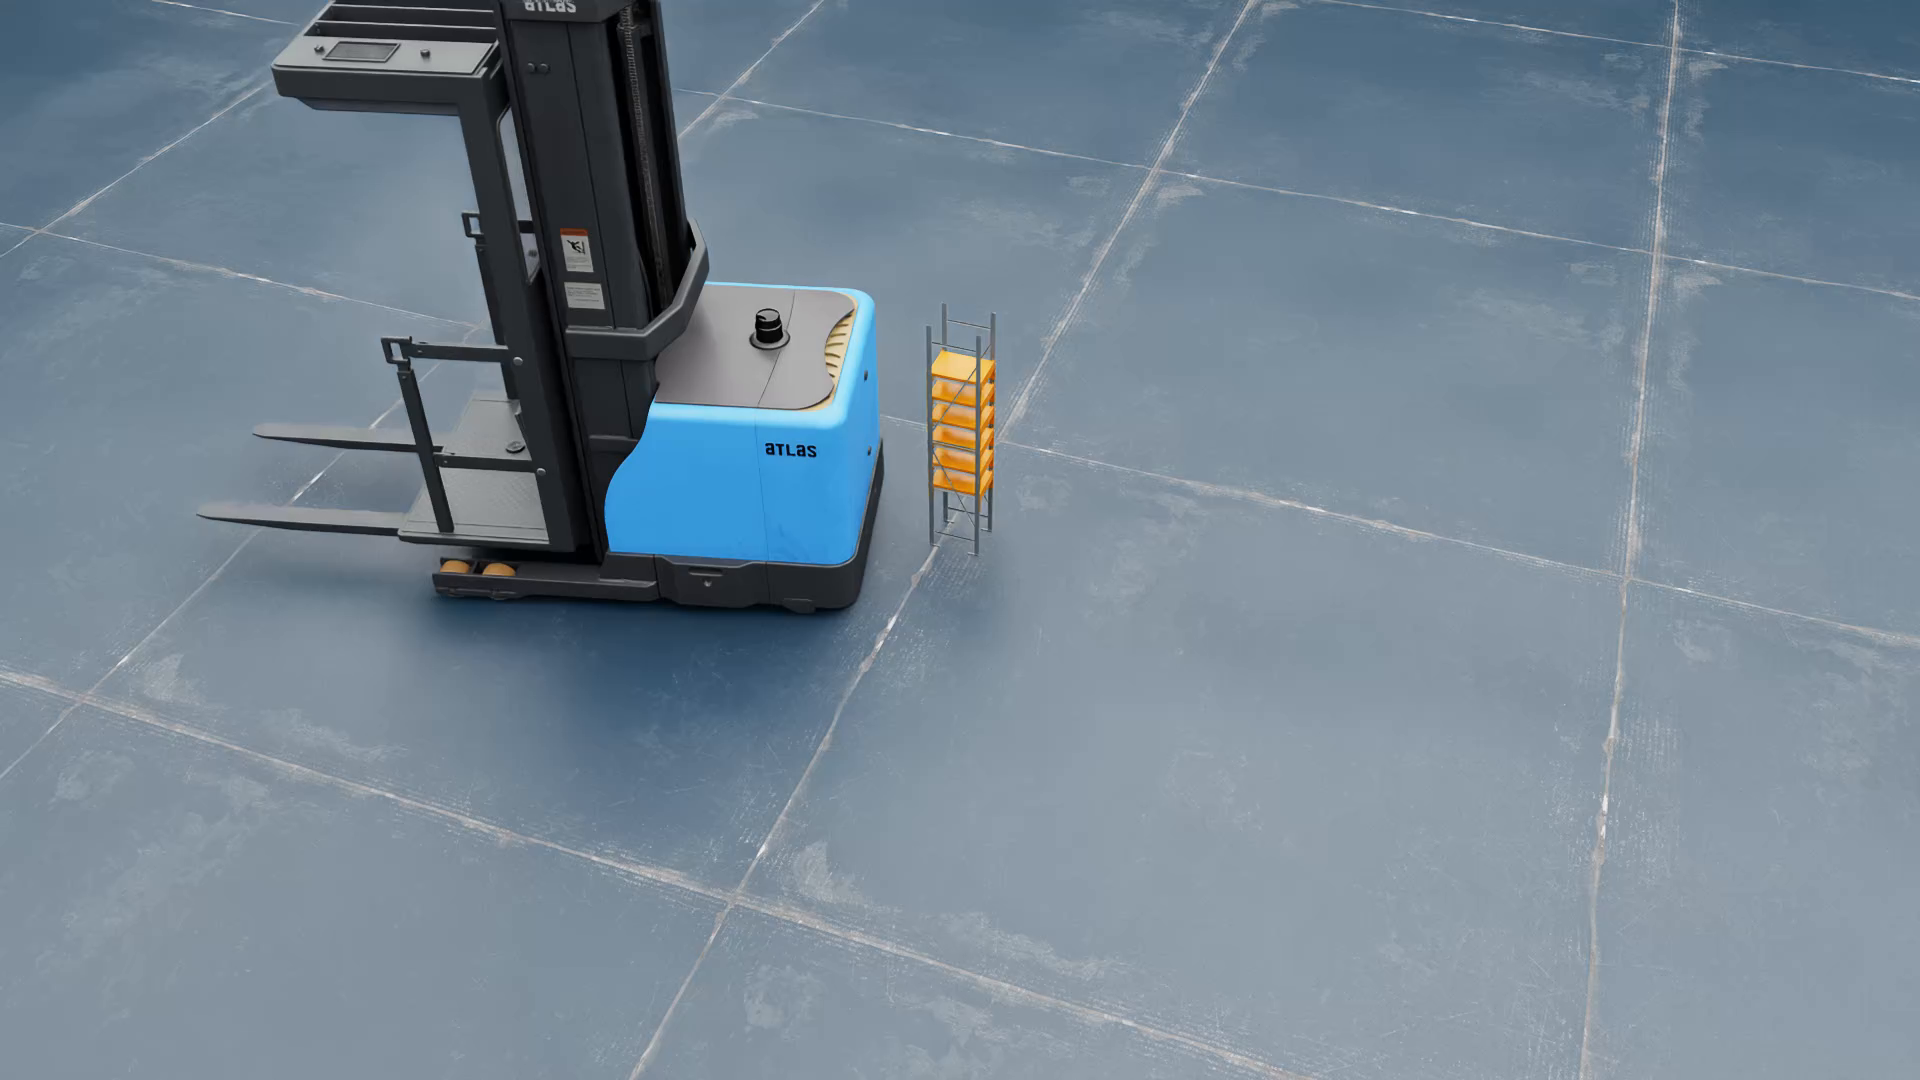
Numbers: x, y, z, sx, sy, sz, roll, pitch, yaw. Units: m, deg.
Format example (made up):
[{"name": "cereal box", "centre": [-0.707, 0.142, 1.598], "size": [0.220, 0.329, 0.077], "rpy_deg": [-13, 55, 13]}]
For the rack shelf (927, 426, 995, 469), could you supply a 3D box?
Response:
[{"name": "rack shelf", "centre": [0.005, -0.431, 7.353], "size": [0.258, 0.103, 0.180], "rpy_deg": [13, 42, 15]}]

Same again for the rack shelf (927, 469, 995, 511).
[{"name": "rack shelf", "centre": [0.005, -0.249, 7.509], "size": [0.258, 0.103, 0.180], "rpy_deg": [13, 42, 15]}]

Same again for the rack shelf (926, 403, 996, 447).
[{"name": "rack shelf", "centre": [0.005, -0.523, 7.275], "size": [0.258, 0.103, 0.180], "rpy_deg": [13, 42, 15]}]

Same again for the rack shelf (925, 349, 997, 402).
[{"name": "rack shelf", "centre": [0.005, -0.705, 7.120], "size": [0.258, 0.103, 0.180], "rpy_deg": [13, 42, 15]}]

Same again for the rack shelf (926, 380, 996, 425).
[{"name": "rack shelf", "centre": [0.005, -0.614, 7.198], "size": [0.258, 0.103, 0.180], "rpy_deg": [13, 42, 15]}]

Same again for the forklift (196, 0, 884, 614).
[{"name": "forklift", "centre": [-1.911, -1.187, 6.836], "size": [3.031, 2.935, 1.130], "rpy_deg": [3, 41, 4]}]

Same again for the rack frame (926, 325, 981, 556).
[{"name": "rack frame", "centre": [-0.026, -0.409, 7.259], "size": [0.240, 1.200, 0.006], "rpy_deg": [13, 42, 15]}]

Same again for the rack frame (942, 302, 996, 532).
[{"name": "rack frame", "centre": [0.036, -0.521, 7.390], "size": [0.240, 1.200, 0.006], "rpy_deg": [13, 42, 15]}]

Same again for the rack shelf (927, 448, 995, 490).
[{"name": "rack shelf", "centre": [0.005, -0.340, 7.431], "size": [0.258, 0.103, 0.180], "rpy_deg": [13, 42, 15]}]

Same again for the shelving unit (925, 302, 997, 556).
[{"name": "shelving unit", "centre": [0.005, -0.465, 7.325], "size": [0.258, 1.200, 0.189], "rpy_deg": [13, 42, 15]}]
